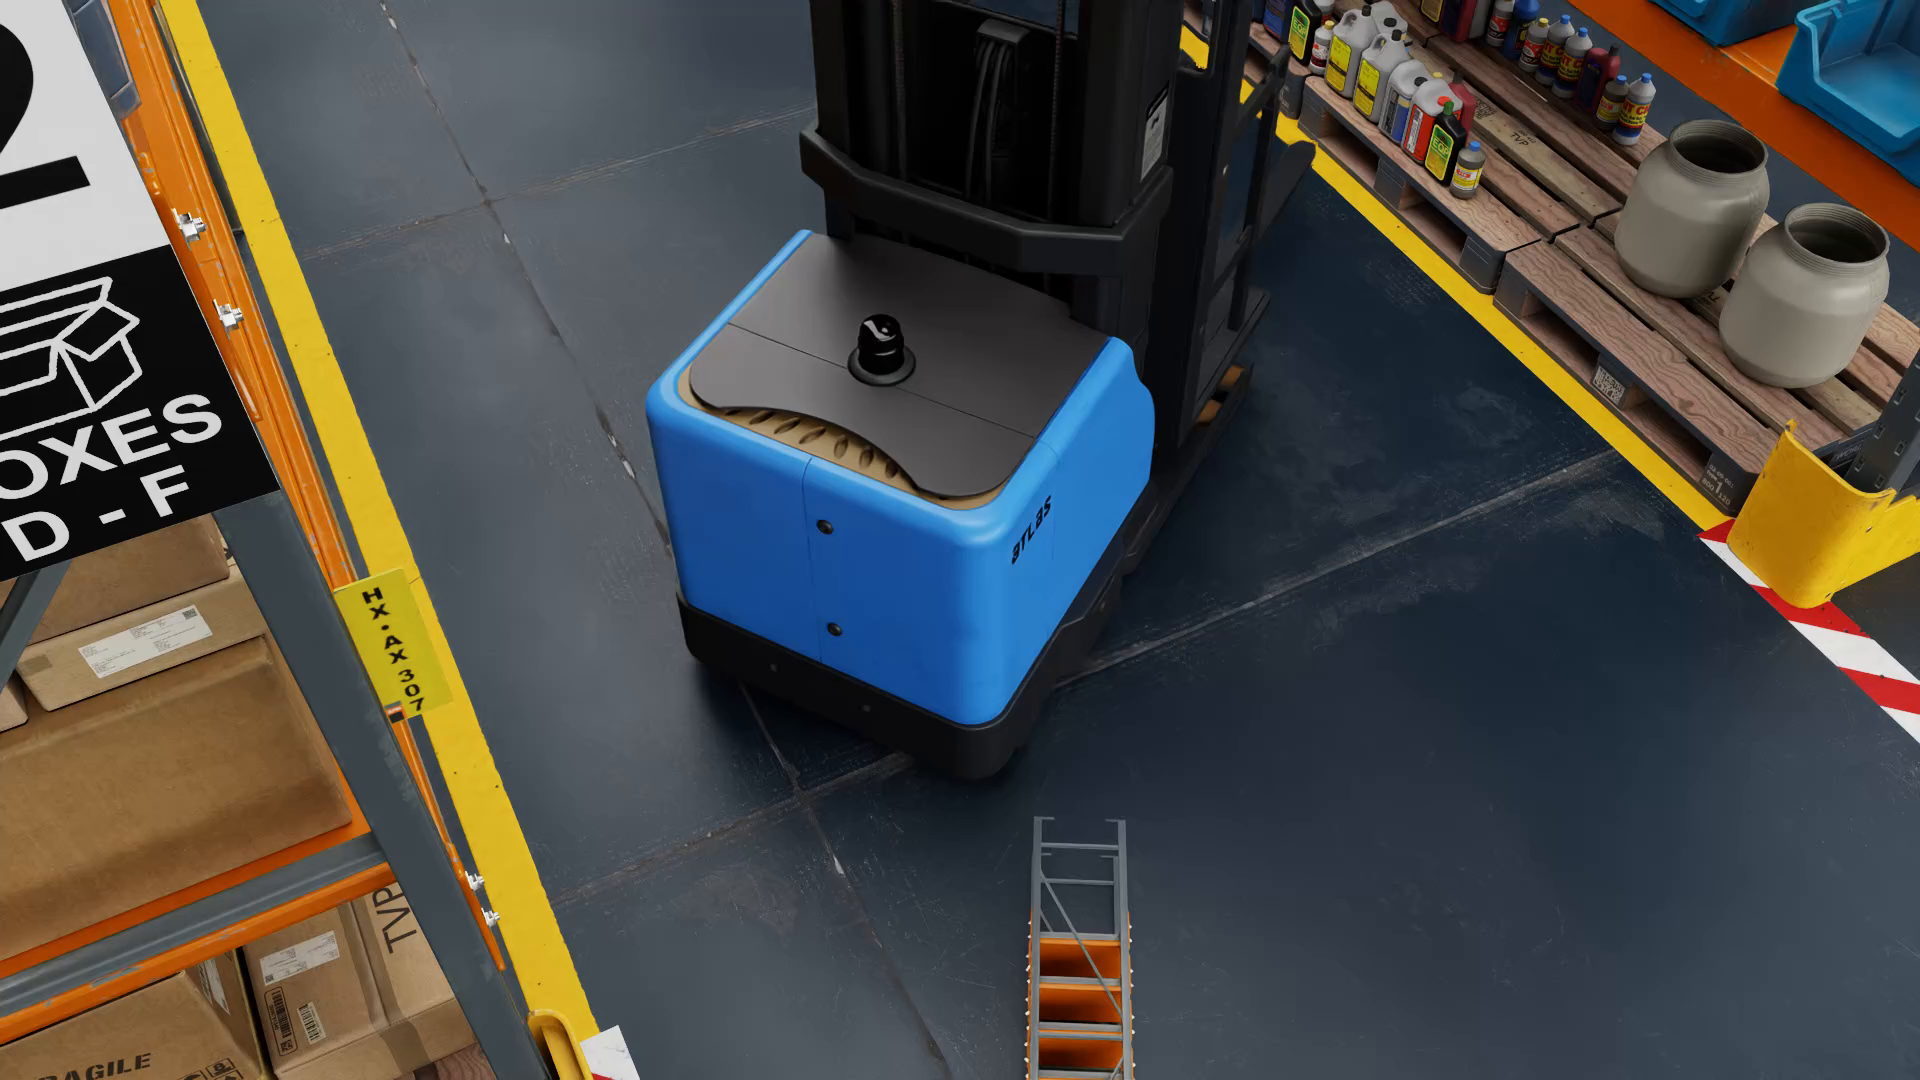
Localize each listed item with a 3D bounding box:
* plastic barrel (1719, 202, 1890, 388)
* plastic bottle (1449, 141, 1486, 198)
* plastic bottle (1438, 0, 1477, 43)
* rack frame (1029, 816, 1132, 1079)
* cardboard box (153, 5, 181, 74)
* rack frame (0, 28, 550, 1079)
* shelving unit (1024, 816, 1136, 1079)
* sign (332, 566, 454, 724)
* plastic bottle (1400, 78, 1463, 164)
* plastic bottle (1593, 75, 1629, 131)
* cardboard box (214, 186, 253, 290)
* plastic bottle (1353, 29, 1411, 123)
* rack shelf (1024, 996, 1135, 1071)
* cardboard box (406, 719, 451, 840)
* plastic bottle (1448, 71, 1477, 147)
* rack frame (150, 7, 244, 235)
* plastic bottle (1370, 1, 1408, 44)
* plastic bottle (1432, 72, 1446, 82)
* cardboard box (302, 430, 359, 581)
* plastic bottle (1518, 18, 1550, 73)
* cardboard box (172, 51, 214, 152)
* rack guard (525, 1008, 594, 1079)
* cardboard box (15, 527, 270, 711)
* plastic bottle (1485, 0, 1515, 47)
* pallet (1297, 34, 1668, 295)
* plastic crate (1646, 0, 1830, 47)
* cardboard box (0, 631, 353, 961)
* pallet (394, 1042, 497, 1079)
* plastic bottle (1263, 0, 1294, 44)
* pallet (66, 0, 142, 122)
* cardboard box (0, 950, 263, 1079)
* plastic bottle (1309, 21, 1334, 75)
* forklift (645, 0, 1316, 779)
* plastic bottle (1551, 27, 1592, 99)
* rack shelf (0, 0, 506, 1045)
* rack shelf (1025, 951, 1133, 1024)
[{"bbox_3d":[2.698,-0.776,5.310,0.421,0.512,0.421,0,49,0],"label":"plastic barrel"},{"bbox_3d":[1.837,-1.345,6.000,0.097,0.201,0.097,0,49,0],"label":"plastic bottle"},{"bbox_3d":[1.999,-2.147,6.648,0.061,0.283,0.133,-21,52,-18],"label":"plastic bottle"},{"bbox_3d":[0.288,1.182,3.966,0.240,0.006,1.200,2,49,2],"label":"rack frame"},{"bbox_3d":[-3.137,-1.797,6.004,0.500,0.311,0.500,-21,52,-17],"label":"cardboard box"},{"bbox_3d":[-1.339,0.661,2.679,1.000,3.000,0.127,-21,52,-18],"label":"rack frame"},{"bbox_3d":[0.288,1.242,4.035,0.258,0.189,1.200,2,49,2],"label":"shelving unit"},{"bbox_3d":[-0.843,0.162,2.487,0.100,0.325,0.005,-21,52,-18],"label":"sign"},{"bbox_3d":[1.746,-1.547,6.128,0.152,0.276,0.135,-21,52,-17],"label":"plastic bottle"},{"bbox_3d":[2.467,-1.657,6.273,0.097,0.201,0.097,0,49,0],"label":"plastic bottle"},{"bbox_3d":[-2.763,-1.014,5.692,0.500,0.250,0.500,-21,52,-18],"label":"cardboard box"},{"bbox_3d":[1.603,-1.774,6.277,0.144,0.351,0.185,-19,52,-16],"label":"plastic bottle"},{"bbox_3d":[0.290,1.209,4.064,0.258,0.180,0.103,2,49,2],"label":"rack shelf"},{"bbox_3d":[-1.619,0.659,4.229,0.500,0.250,0.500,-21,52,-18],"label":"cardboard box"},{"bbox_3d":[1.840,-1.587,6.158,0.061,0.283,0.133,-21,52,-18],"label":"plastic bottle"},{"bbox_3d":[-3.170,-2.017,5.021,1.000,3.000,0.127,-21,52,-18],"label":"rack frame"},{"bbox_3d":[1.638,-1.942,6.473,0.152,0.276,0.135,-21,52,-18],"label":"plastic bottle"},{"bbox_3d":[1.784,-1.671,6.286,0.097,0.201,0.097,0,49,0],"label":"plastic bottle"},{"bbox_3d":[-2.072,-0.012,4.816,0.500,0.250,0.500,-21,52,-18],"label":"cardboard box"},{"bbox_3d":[2.266,-1.950,6.530,0.097,0.201,0.097,0,49,0],"label":"plastic bottle"},{"bbox_3d":[-3.134,-1.605,6.209,0.500,0.250,0.500,-22,52,-18],"label":"cardboard box"},{"bbox_3d":[-1.328,1.500,3.606,1.175,0.500,0.348,-21,52,-18],"label":"rack guard"},{"bbox_3d":[-1.327,0.077,2.692,0.380,0.149,0.250,-22,52,-18],"label":"cardboard box"},{"bbox_3d":[2.172,-2.088,6.650,0.097,0.201,0.097,0,49,0],"label":"plastic bottle"},{"bbox_3d":[2.069,-1.521,6.440,1.003,0.211,1.213,-21,52,-18],"label":"pallet"},{"bbox_3d":[2.280,-1.663,4.810,0.499,0.251,0.408,-21,52,-18],"label":"plastic crate"},{"bbox_3d":[-1.542,0.311,2.919,0.700,0.500,0.500,-21,52,-18],"label":"cardboard box"},{"bbox_3d":[-1.726,1.081,4.164,1.003,0.211,1.213,-21,52,-18],"label":"pallet"},{"bbox_3d":[1.323,-2.183,6.634,0.144,0.351,0.185,-23,53,-19],"label":"plastic bottle"},{"bbox_3d":[-1.640,-0.780,2.005,1.003,0.211,1.213,-21,52,-18],"label":"pallet"},{"bbox_3d":[-1.849,0.924,3.498,0.500,0.500,0.500,-21,52,-18],"label":"cardboard box"},{"bbox_3d":[1.432,-1.937,6.518,0.097,0.201,0.097,0,49,0],"label":"plastic bottle"},{"bbox_3d":[0.330,-1.421,4.545,1.130,2.935,3.031,22,52,18],"label":"forklift"},{"bbox_3d":[2.357,-1.840,6.387,0.097,0.271,0.097,0,49,0],"label":"plastic bottle"},{"bbox_3d":[-2.255,-0.441,4.121,1.077,0.370,4.000,-21,52,-18],"label":"rack shelf"},{"bbox_3d":[0.295,1.118,4.143,0.258,0.180,0.103,2,49,2],"label":"rack shelf"}]
